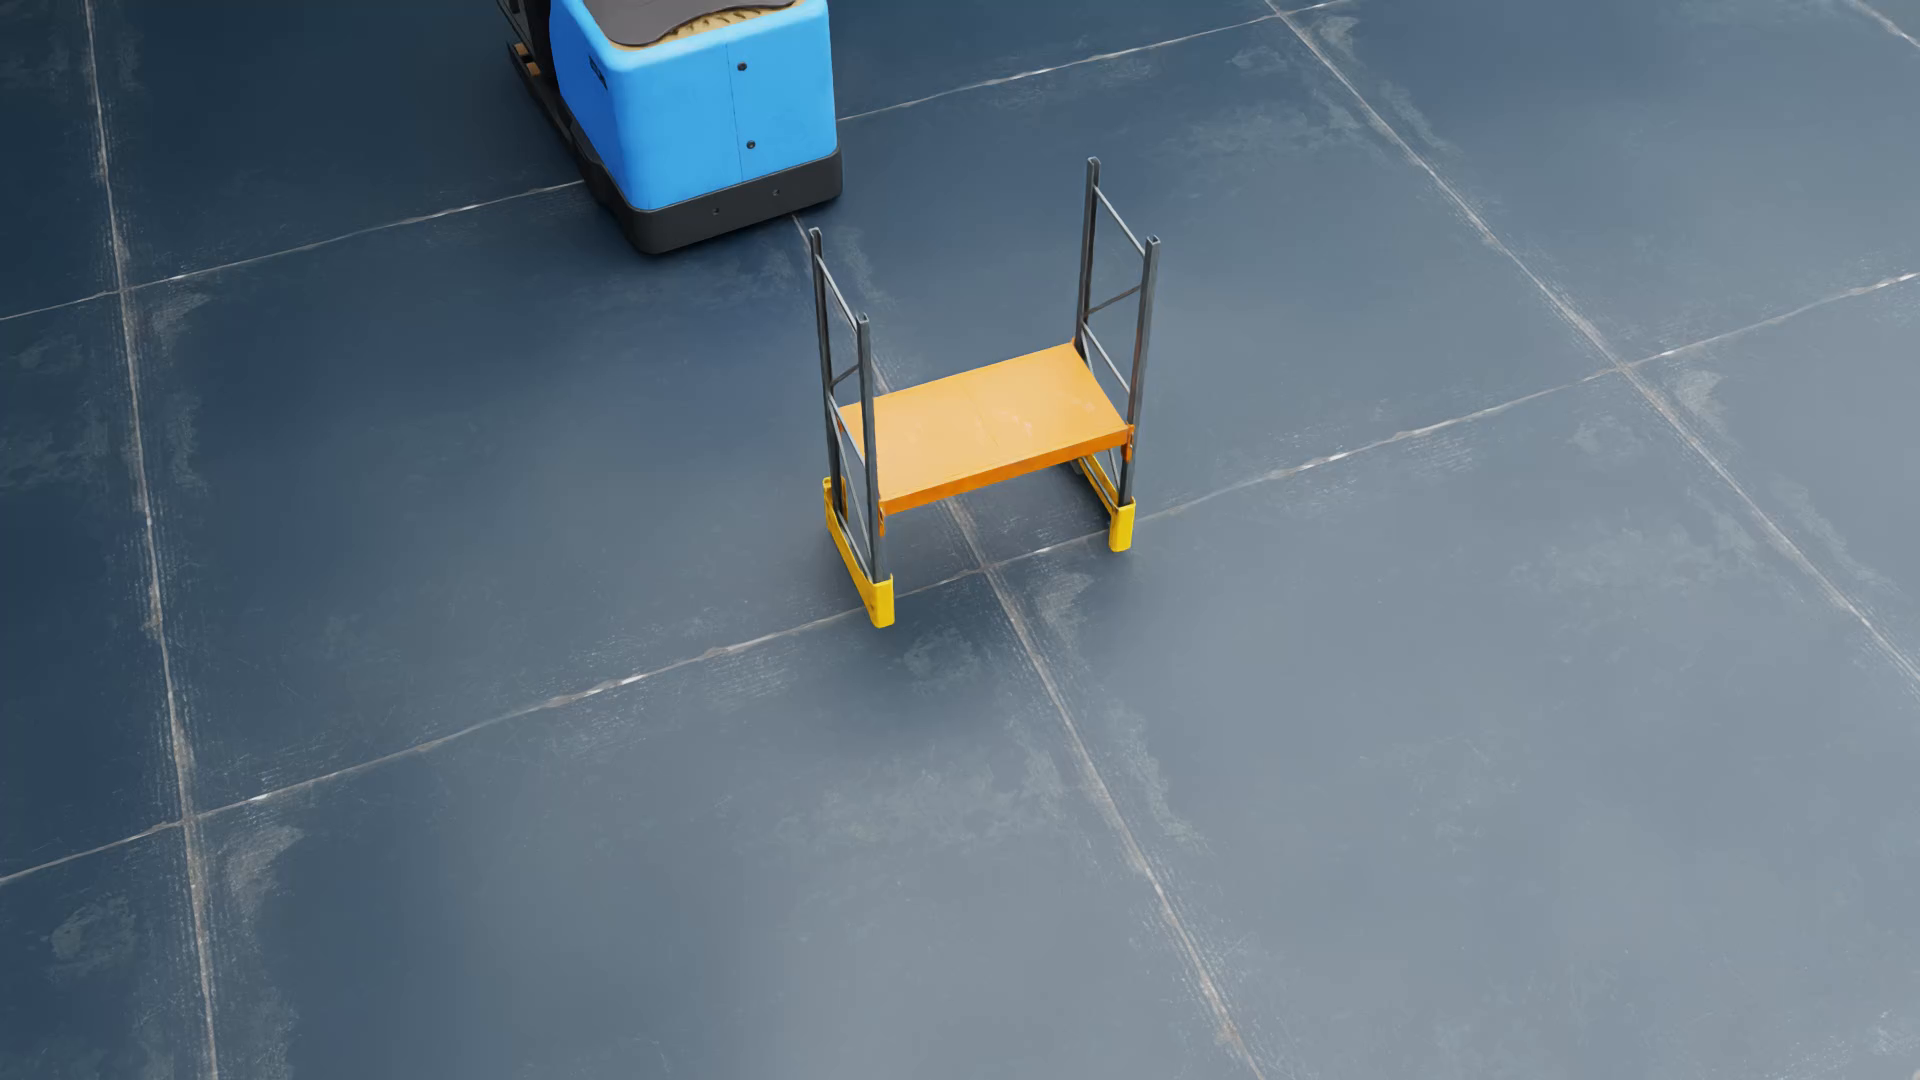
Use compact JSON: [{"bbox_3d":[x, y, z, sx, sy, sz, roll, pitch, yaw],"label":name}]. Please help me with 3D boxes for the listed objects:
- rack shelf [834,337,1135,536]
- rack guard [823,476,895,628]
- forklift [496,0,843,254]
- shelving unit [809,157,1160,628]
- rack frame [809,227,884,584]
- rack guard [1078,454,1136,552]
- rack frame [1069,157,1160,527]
[{"bbox_3d":[0.079,-0.396,6.179,1.000,0.185,0.538,-17,52,-14],"label":"rack shelf"},{"bbox_3d":[-0.390,0.040,6.392,0.087,0.250,0.587,-17,52,-14],"label":"rack guard"},{"bbox_3d":[-1.688,-3.393,7.573,1.130,2.935,3.031,-22,53,-18],"label":"forklift"},{"bbox_3d":[0.071,-0.510,6.041,1.083,1.500,0.587,-17,52,-14],"label":"shelving unit"},{"bbox_3d":[-0.392,-0.367,5.918,0.032,1.500,0.500,-17,52,-14],"label":"rack frame"},{"bbox_3d":[0.532,-0.246,6.637,0.087,0.250,0.587,-17,52,-14],"label":"rack guard"},{"bbox_3d":[0.550,-0.659,6.168,0.032,1.500,0.500,-17,52,-14],"label":"rack frame"}]
